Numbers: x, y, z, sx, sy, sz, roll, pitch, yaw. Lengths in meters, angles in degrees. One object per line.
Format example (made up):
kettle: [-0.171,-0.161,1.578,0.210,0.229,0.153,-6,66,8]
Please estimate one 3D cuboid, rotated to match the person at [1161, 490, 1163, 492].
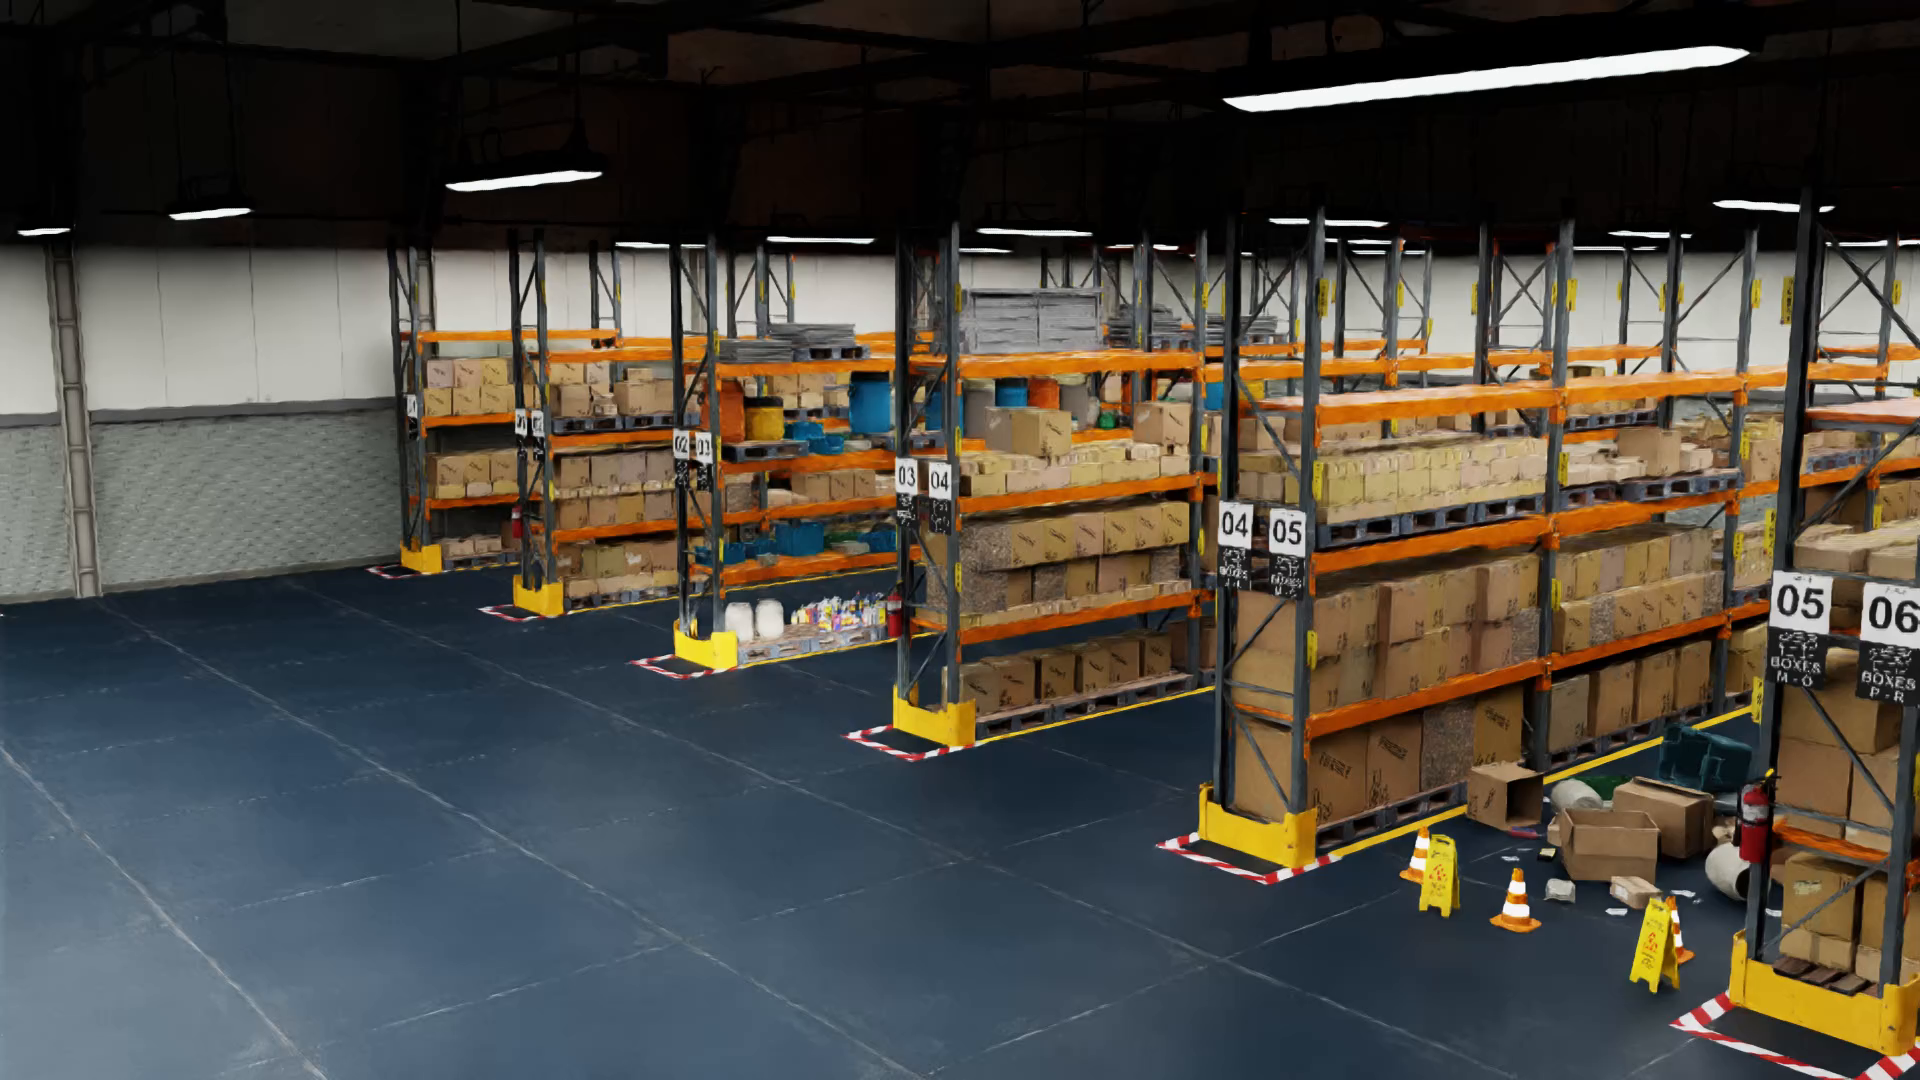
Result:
person: [5.362,-2.009,41.306,0.717,1.656,0.528,-1,9,-7]
